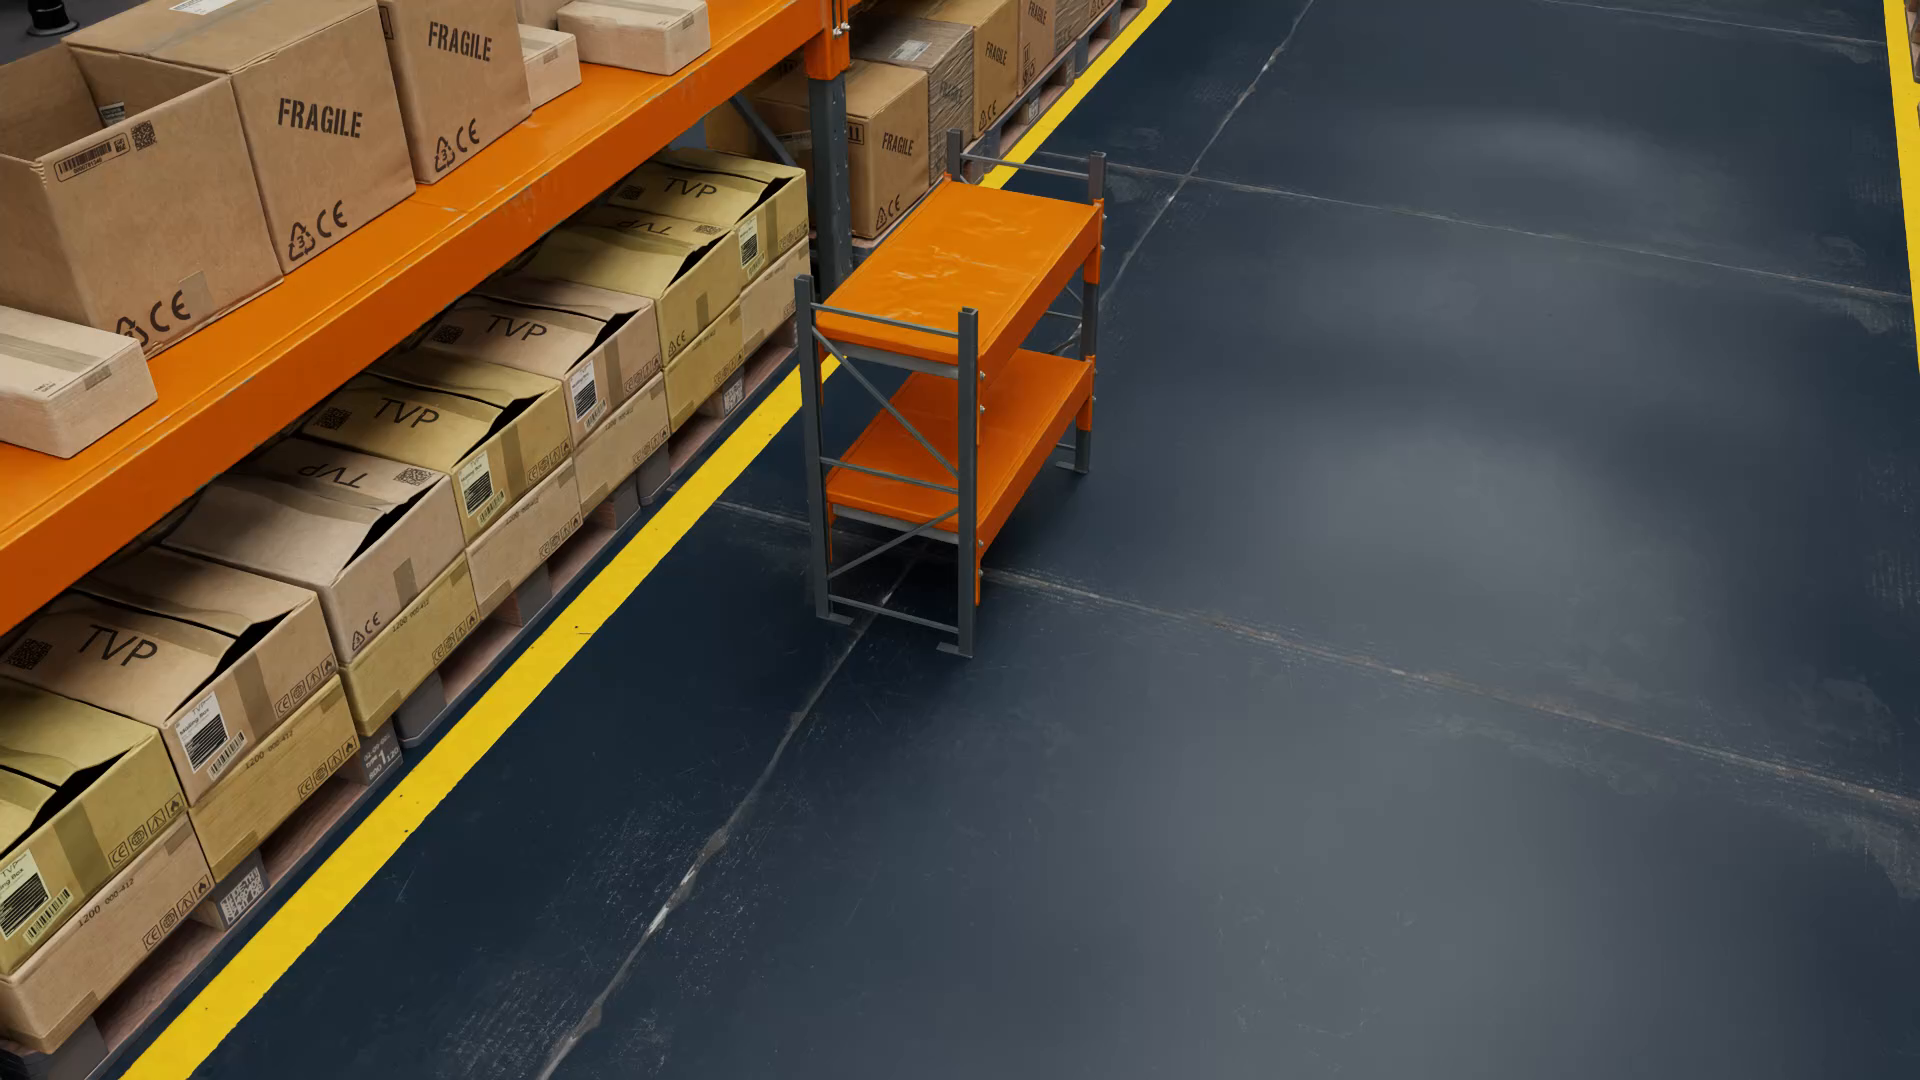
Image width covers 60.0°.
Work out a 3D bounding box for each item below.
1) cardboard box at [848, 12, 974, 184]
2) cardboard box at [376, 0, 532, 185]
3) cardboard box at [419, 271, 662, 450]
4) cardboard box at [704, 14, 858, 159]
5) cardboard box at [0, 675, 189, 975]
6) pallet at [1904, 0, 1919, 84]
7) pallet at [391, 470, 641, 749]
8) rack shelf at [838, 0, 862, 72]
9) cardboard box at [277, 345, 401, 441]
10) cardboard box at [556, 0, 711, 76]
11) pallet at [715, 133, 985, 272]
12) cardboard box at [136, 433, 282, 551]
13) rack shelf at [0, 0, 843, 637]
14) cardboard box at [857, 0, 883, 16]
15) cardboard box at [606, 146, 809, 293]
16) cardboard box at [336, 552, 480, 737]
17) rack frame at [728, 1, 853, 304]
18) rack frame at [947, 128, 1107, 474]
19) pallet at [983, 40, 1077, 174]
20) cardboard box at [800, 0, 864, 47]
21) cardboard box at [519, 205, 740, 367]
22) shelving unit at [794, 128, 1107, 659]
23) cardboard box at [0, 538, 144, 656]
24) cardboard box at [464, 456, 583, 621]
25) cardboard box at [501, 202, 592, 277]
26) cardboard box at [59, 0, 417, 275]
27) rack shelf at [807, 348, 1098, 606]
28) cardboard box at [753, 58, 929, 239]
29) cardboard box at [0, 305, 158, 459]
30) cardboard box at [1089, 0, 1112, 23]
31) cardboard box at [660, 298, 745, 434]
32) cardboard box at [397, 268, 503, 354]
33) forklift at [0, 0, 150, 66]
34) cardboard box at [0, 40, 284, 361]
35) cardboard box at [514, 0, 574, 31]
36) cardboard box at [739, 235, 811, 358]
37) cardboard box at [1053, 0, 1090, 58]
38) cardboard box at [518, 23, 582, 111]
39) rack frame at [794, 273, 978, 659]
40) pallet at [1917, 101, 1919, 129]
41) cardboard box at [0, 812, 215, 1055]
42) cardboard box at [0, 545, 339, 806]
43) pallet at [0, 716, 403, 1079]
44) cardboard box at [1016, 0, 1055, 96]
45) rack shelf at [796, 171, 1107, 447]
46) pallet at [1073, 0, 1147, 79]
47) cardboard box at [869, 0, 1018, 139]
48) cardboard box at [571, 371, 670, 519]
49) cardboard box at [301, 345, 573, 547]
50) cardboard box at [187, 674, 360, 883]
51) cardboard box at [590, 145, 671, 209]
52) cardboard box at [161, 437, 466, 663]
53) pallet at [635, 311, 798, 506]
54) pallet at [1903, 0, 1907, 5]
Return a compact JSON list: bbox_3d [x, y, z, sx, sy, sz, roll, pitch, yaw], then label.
[{"bbox_3d":[-0.262,-1.851,6.941,0.500,0.500,0.500,12,39,16],"label":"cardboard box"},{"bbox_3d":[-1.517,-1.305,4.407,0.500,0.500,0.500,12,38,15],"label":"cardboard box"},{"bbox_3d":[-1.252,-0.575,4.991,0.500,0.311,0.500,14,39,17],"label":"cardboard box"},{"bbox_3d":[-0.755,-1.944,7.066,0.500,0.500,0.500,15,39,20],"label":"cardboard box"},{"bbox_3d":[-2.028,0.554,3.481,0.500,0.311,0.500,14,39,18],"label":"cardboard box"},{"bbox_3d":[5.451,-2.581,8.526,1.003,0.211,1.213,14,39,18],"label":"pallet"},{"bbox_3d":[-1.709,0.039,5.021,1.003,0.211,1.213,14,39,18],"label":"pallet"},{"bbox_3d":[-0.133,-3.017,7.381,1.077,0.370,4.000,14,39,18],"label":"rack shelf"},{"bbox_3d":[-1.948,-0.407,4.766,0.500,0.311,0.500,13,39,17],"label":"cardboard box"},{"bbox_3d":[-0.980,-1.536,5.009,0.380,0.149,0.250,14,39,18],"label":"cardboard box"},{"bbox_3d":[-0.575,-1.485,7.061,1.003,0.211,1.213,14,39,18],"label":"pallet"},{"bbox_3d":[-2.142,-0.129,4.395,0.500,0.311,0.500,14,39,18],"label":"cardboard box"},{"bbox_3d":[-1.655,-0.802,4.418,1.077,0.370,4.000,14,39,18],"label":"rack shelf"},{"bbox_3d":[-0.558,-2.230,7.449,0.500,0.500,0.500,12,39,16],"label":"cardboard box"},{"bbox_3d":[-0.865,-1.143,5.751,0.500,0.311,0.500,15,39,19],"label":"cardboard box"},{"bbox_3d":[-1.643,0.213,4.405,0.500,0.250,0.500,13,39,16],"label":"cardboard box"},{"bbox_3d":[-0.894,-2.198,5.685,1.000,3.000,0.127,14,39,18],"label":"rack frame"},{"bbox_3d":[0.196,-0.736,5.295,0.500,1.125,0.032,14,39,18],"label":"rack frame"},{"bbox_3d":[-0.109,-2.158,7.962,1.003,0.211,1.213,14,39,18],"label":"pallet"},{"bbox_3d":[-0.737,-2.276,6.884,0.500,0.250,0.500,15,39,19],"label":"cardboard box"},{"bbox_3d":[-1.057,-0.854,5.364,0.500,0.311,0.500,13,39,17],"label":"cardboard box"},{"bbox_3d":[0.003,-0.454,4.918,0.538,1.125,1.048,14,39,18],"label":"shelving unit"},{"bbox_3d":[-2.335,0.147,4.026,0.500,0.311,0.500,15,39,19],"label":"cardboard box"},{"bbox_3d":[-1.448,-0.068,4.782,0.500,0.250,0.500,15,39,19],"label":"cardboard box"},{"bbox_3d":[-1.557,-0.973,5.524,0.500,0.311,0.500,13,39,17],"label":"cardboard box"},{"bbox_3d":[-1.717,-1.013,4.017,0.500,0.500,0.500,14,39,18],"label":"cardboard box"},{"bbox_3d":[0.003,-0.258,5.065,0.538,0.278,1.000,14,39,18],"label":"rack shelf"},{"bbox_3d":[-0.456,-1.559,6.551,0.500,0.500,0.500,15,39,20],"label":"cardboard box"},{"bbox_3d":[-1.889,-0.326,3.391,0.380,0.149,0.250,14,39,18],"label":"cardboard box"},{"bbox_3d":[0.510,-2.977,8.448,0.500,0.500,0.500,14,39,18],"label":"cardboard box"},{"bbox_3d":[-1.061,-0.631,5.535,0.500,0.250,0.500,13,39,17],"label":"cardboard box"},{"bbox_3d":[-1.753,-0.691,5.147,0.500,0.311,0.500,13,39,17],"label":"cardboard box"},{"bbox_3d":[-3.987,-2.515,6.166,3.031,2.935,1.130,28,45,32],"label":"forklift"},{"bbox_3d":[-1.908,-0.736,3.646,0.500,0.500,0.500,17,40,21],"label":"cardboard box"},{"bbox_3d":[-1.413,-1.711,5.108,0.500,0.311,0.500,13,39,17],"label":"cardboard box"},{"bbox_3d":[-0.868,-0.918,5.918,0.500,0.250,0.500,15,39,19],"label":"cardboard box"},{"bbox_3d":[0.318,-2.699,8.076,0.500,0.500,0.500,14,39,18],"label":"cardboard box"},{"bbox_3d":[-1.327,-1.378,4.798,0.380,0.149,0.250,17,40,21],"label":"cardboard box"},{"bbox_3d":[-0.191,-0.173,4.542,0.500,1.125,0.032,14,39,18],"label":"rack frame"},{"bbox_3d":[4.875,-1.747,7.411,1.003,0.211,1.213,14,39,18],"label":"pallet"},{"bbox_3d":[-2.033,0.783,3.642,0.500,0.250,0.500,13,39,17],"label":"cardboard box"},{"bbox_3d":[-1.833,0.278,3.851,0.500,0.311,0.500,13,39,17],"label":"cardboard box"},{"bbox_3d":[-2.171,0.717,4.114,1.003,0.211,1.213,14,39,18],"label":"pallet"},{"bbox_3d":[0.127,-2.417,7.699,0.500,0.500,0.500,13,39,16],"label":"cardboard box"},{"bbox_3d":[0.003,-0.689,4.743,0.538,0.278,1.000,14,39,18],"label":"rack shelf"},{"bbox_3d":[0.354,-2.836,8.868,1.003,0.211,1.213,14,39,18],"label":"pallet"},{"bbox_3d":[-0.067,-2.127,7.311,0.500,0.500,0.500,13,39,17],"label":"cardboard box"},{"bbox_3d":[-1.255,-0.354,5.164,0.500,0.250,0.500,15,39,19],"label":"cardboard box"},{"bbox_3d":[-1.444,-0.298,4.621,0.500,0.311,0.500,15,39,19],"label":"cardboard box"},{"bbox_3d":[-1.837,0.501,4.021,0.500,0.250,0.500,15,39,19],"label":"cardboard box"},{"bbox_3d":[-1.365,-1.266,5.916,0.500,0.311,0.500,15,39,19],"label":"cardboard box"},{"bbox_3d":[-1.637,-0.009,4.234,0.500,0.311,0.500,13,39,16],"label":"cardboard box"},{"bbox_3d":[-1.243,-0.634,5.922,1.003,0.211,1.213,14,39,18],"label":"pallet"},{"bbox_3d":[5.914,-3.259,9.433,1.003,0.211,1.213,14,39,18],"label":"pallet"}]
